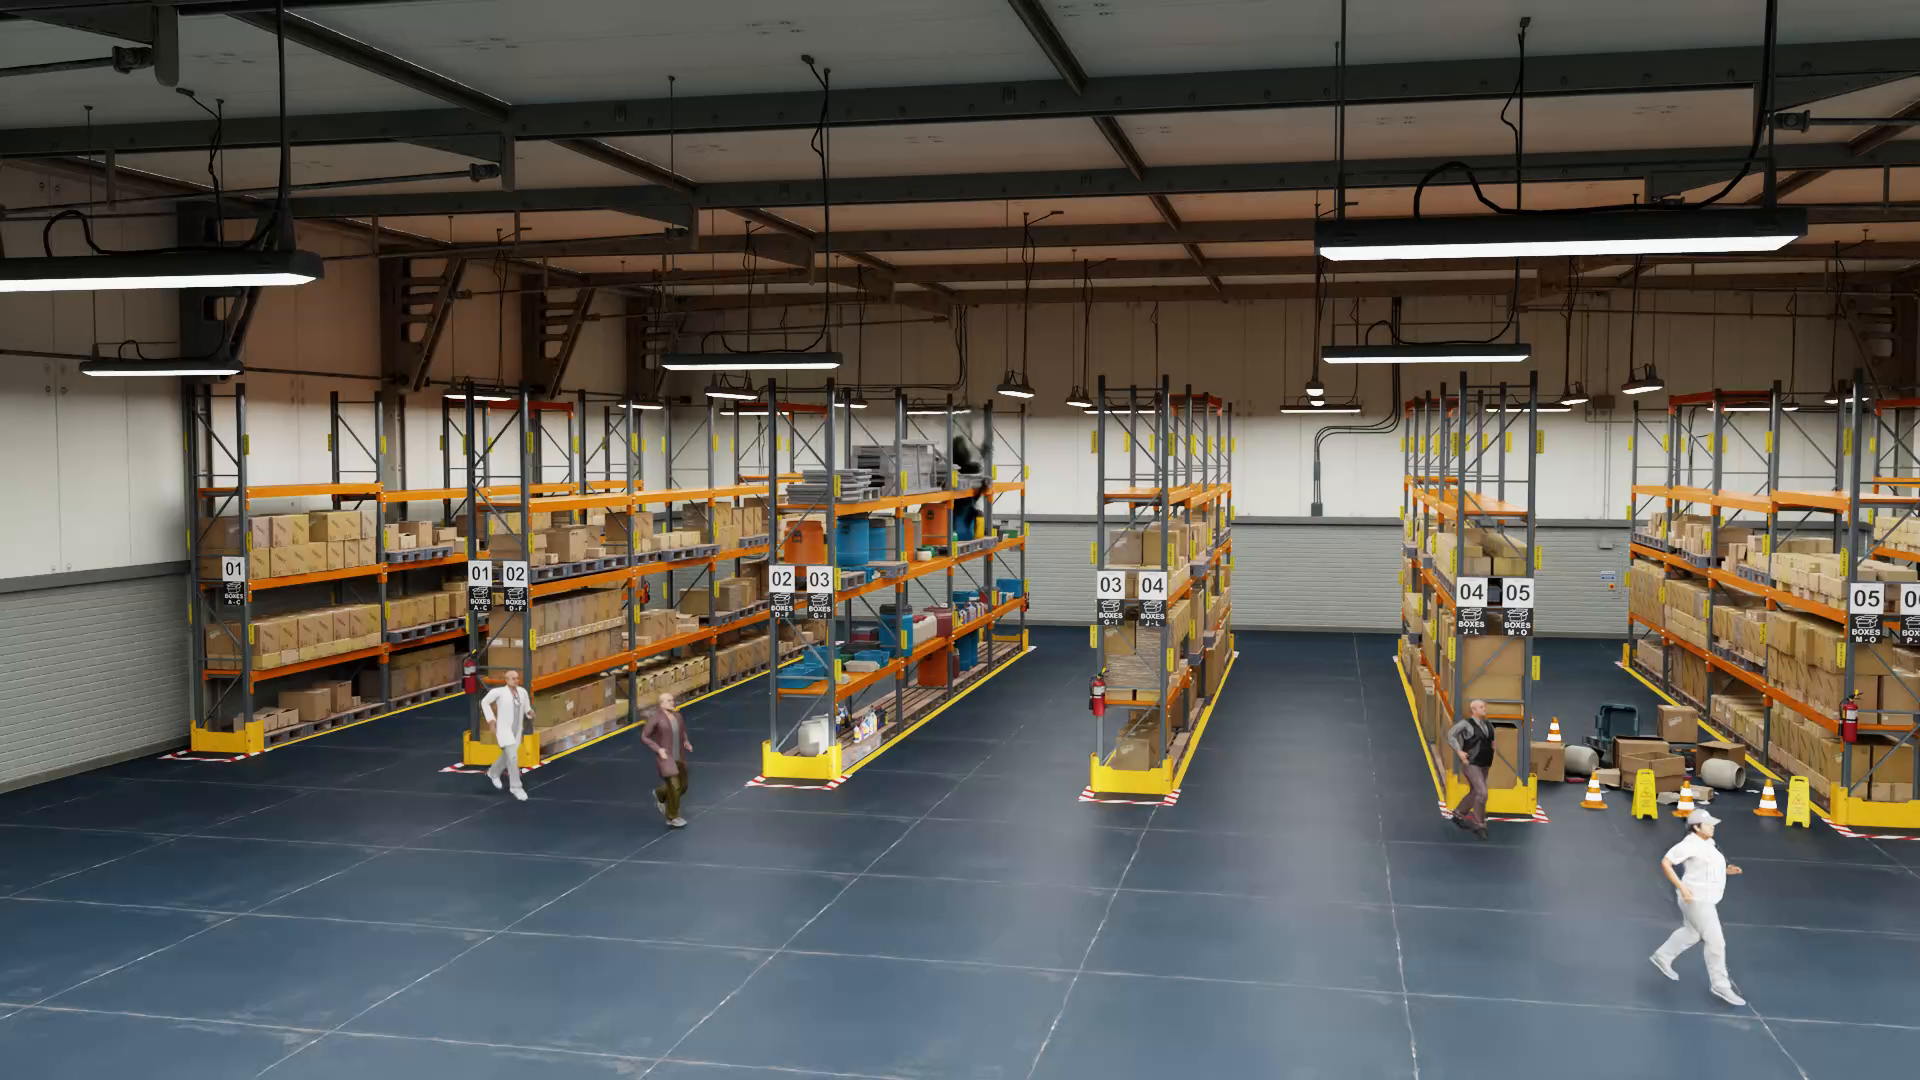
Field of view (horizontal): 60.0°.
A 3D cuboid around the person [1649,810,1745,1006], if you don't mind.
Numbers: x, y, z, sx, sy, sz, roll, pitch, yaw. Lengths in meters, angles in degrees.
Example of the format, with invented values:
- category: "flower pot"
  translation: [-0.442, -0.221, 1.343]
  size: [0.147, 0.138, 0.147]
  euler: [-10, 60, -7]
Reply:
- category: "person"
  translation: [6.717, 3.290, 15.129]
  size: [0.895, 1.689, 0.594]
  euler: [3, 4, 41]

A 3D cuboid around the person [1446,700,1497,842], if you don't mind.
- category: "person"
  translation: [6.620, 2.931, 21.338]
  size: [0.651, 1.771, 0.725]
  euler: [-2, 4, -36]

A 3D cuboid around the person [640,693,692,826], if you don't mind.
- category: "person"
  translation: [-3.865, 2.881, 21.924]
  size: [0.753, 1.730, 0.713]
  euler: [3, 4, 39]

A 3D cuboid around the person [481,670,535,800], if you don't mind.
- category: "person"
  translation: [-6.476, 2.755, 23.804]
  size: [1.037, 1.804, 0.652]
  euler: [2, 4, 36]
